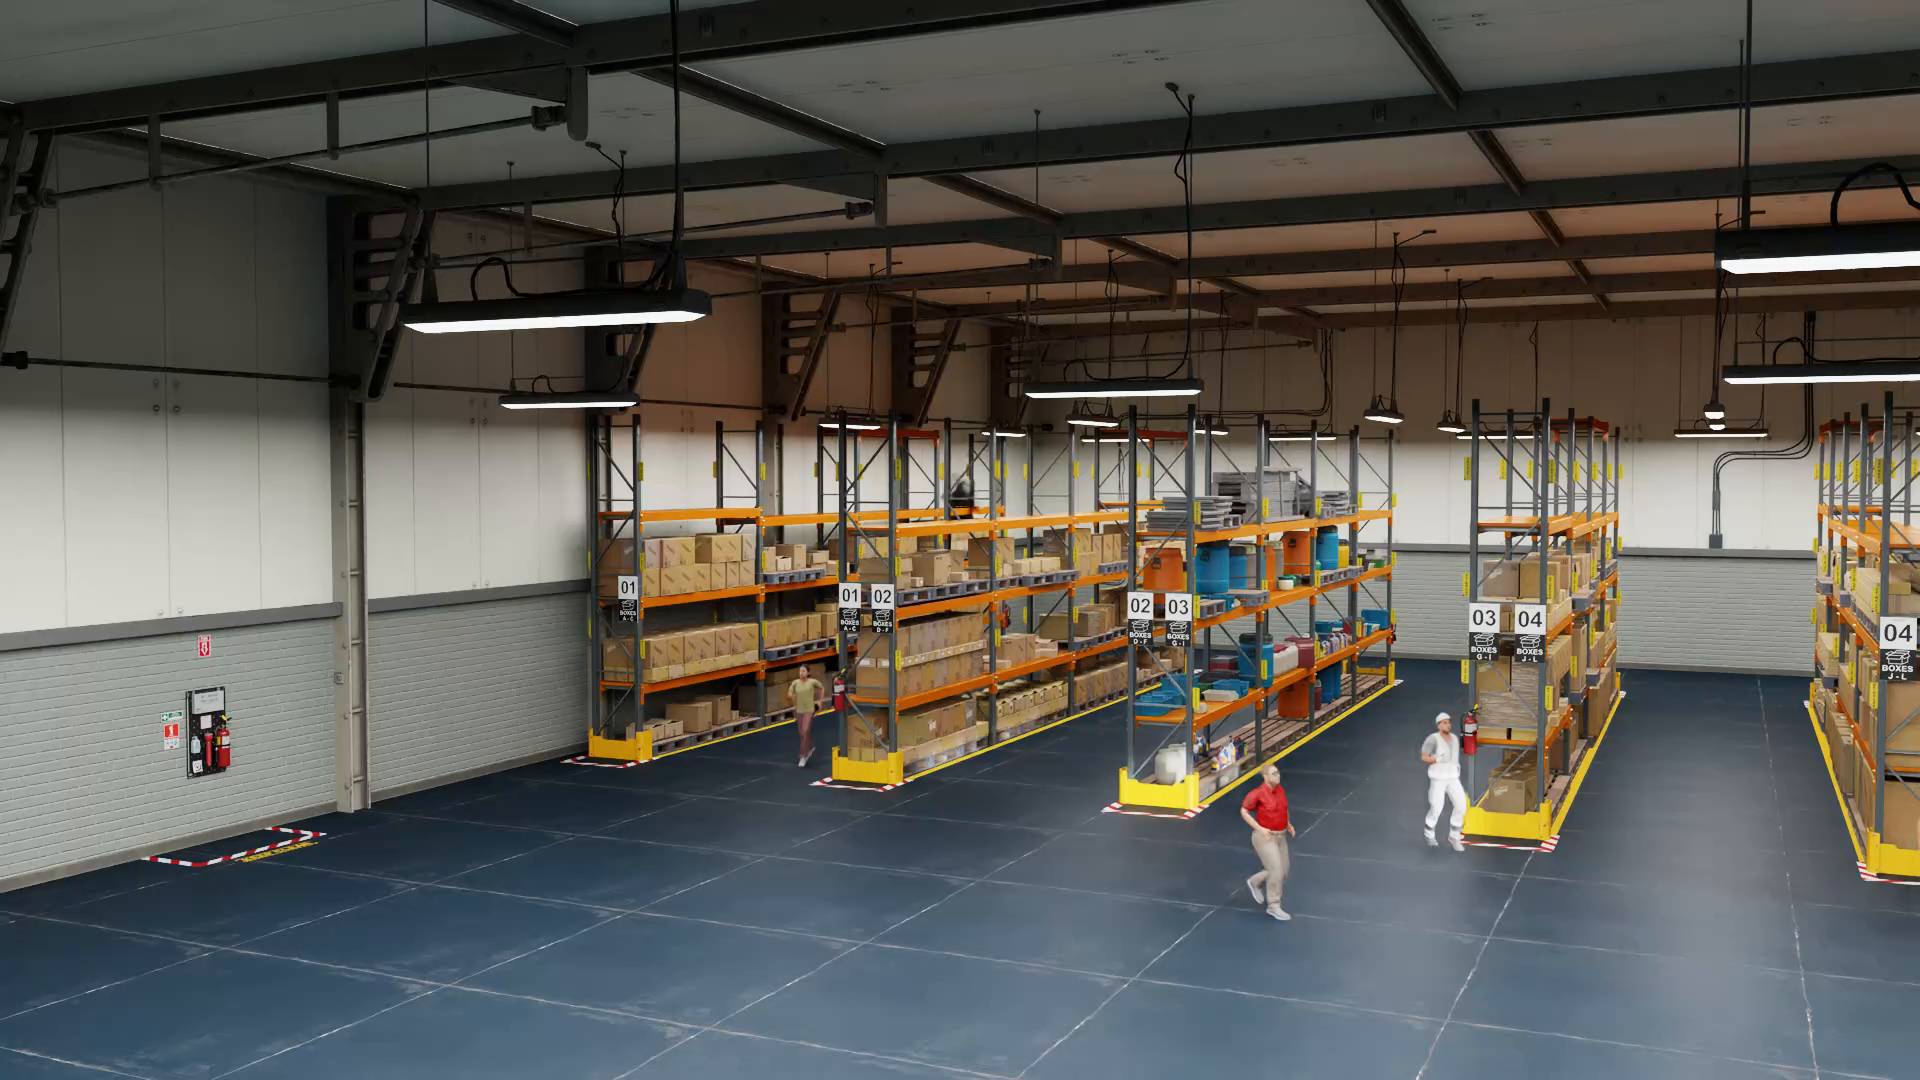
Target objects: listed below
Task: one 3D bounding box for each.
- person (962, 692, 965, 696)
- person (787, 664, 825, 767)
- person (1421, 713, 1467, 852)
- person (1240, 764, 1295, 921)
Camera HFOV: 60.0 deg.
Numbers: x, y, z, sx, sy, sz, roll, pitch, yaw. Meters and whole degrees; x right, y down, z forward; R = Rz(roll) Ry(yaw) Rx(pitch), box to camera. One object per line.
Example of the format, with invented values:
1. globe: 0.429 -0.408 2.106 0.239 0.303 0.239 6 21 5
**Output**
1. person: -0.006 2.759 34.265 0.594 1.714 0.752 1 3 28
2. person: -2.659 2.979 28.527 0.576 1.721 0.831 1 2 19
3. person: 6.418 3.207 22.008 0.660 1.837 0.663 -1 2 -16
4. person: 3.472 3.384 18.772 0.672 1.712 0.668 -2 3 -40
